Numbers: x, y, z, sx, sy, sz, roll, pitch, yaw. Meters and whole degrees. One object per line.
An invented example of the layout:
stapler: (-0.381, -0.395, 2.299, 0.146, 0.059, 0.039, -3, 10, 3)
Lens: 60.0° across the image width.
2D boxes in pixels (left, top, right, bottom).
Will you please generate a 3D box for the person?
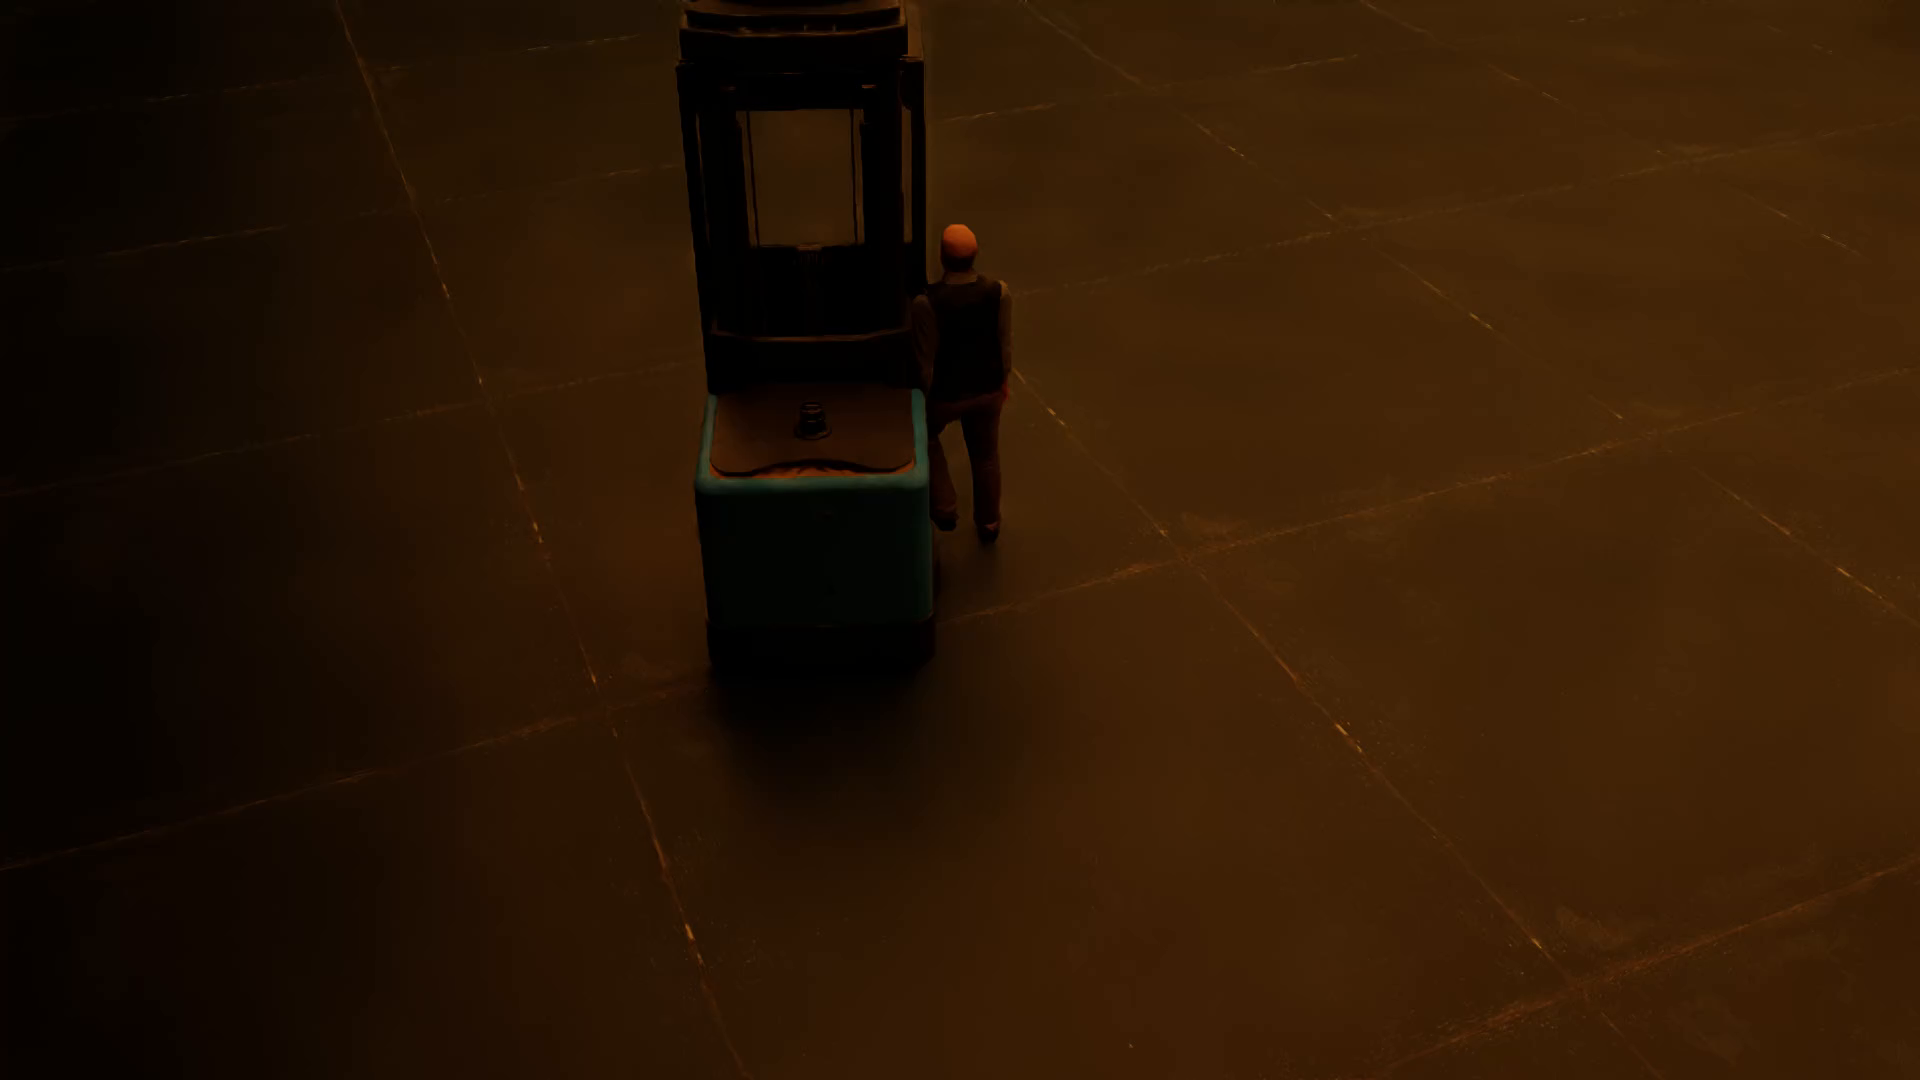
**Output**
person: (-0.025, -0.755, 8.156, 0.529, 1.729, 0.455, -14, 38, -19)

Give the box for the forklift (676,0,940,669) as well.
forklift: (-0.715, -1.429, 8.108, 1.130, 2.935, 3.031, -2, 35, -2)
